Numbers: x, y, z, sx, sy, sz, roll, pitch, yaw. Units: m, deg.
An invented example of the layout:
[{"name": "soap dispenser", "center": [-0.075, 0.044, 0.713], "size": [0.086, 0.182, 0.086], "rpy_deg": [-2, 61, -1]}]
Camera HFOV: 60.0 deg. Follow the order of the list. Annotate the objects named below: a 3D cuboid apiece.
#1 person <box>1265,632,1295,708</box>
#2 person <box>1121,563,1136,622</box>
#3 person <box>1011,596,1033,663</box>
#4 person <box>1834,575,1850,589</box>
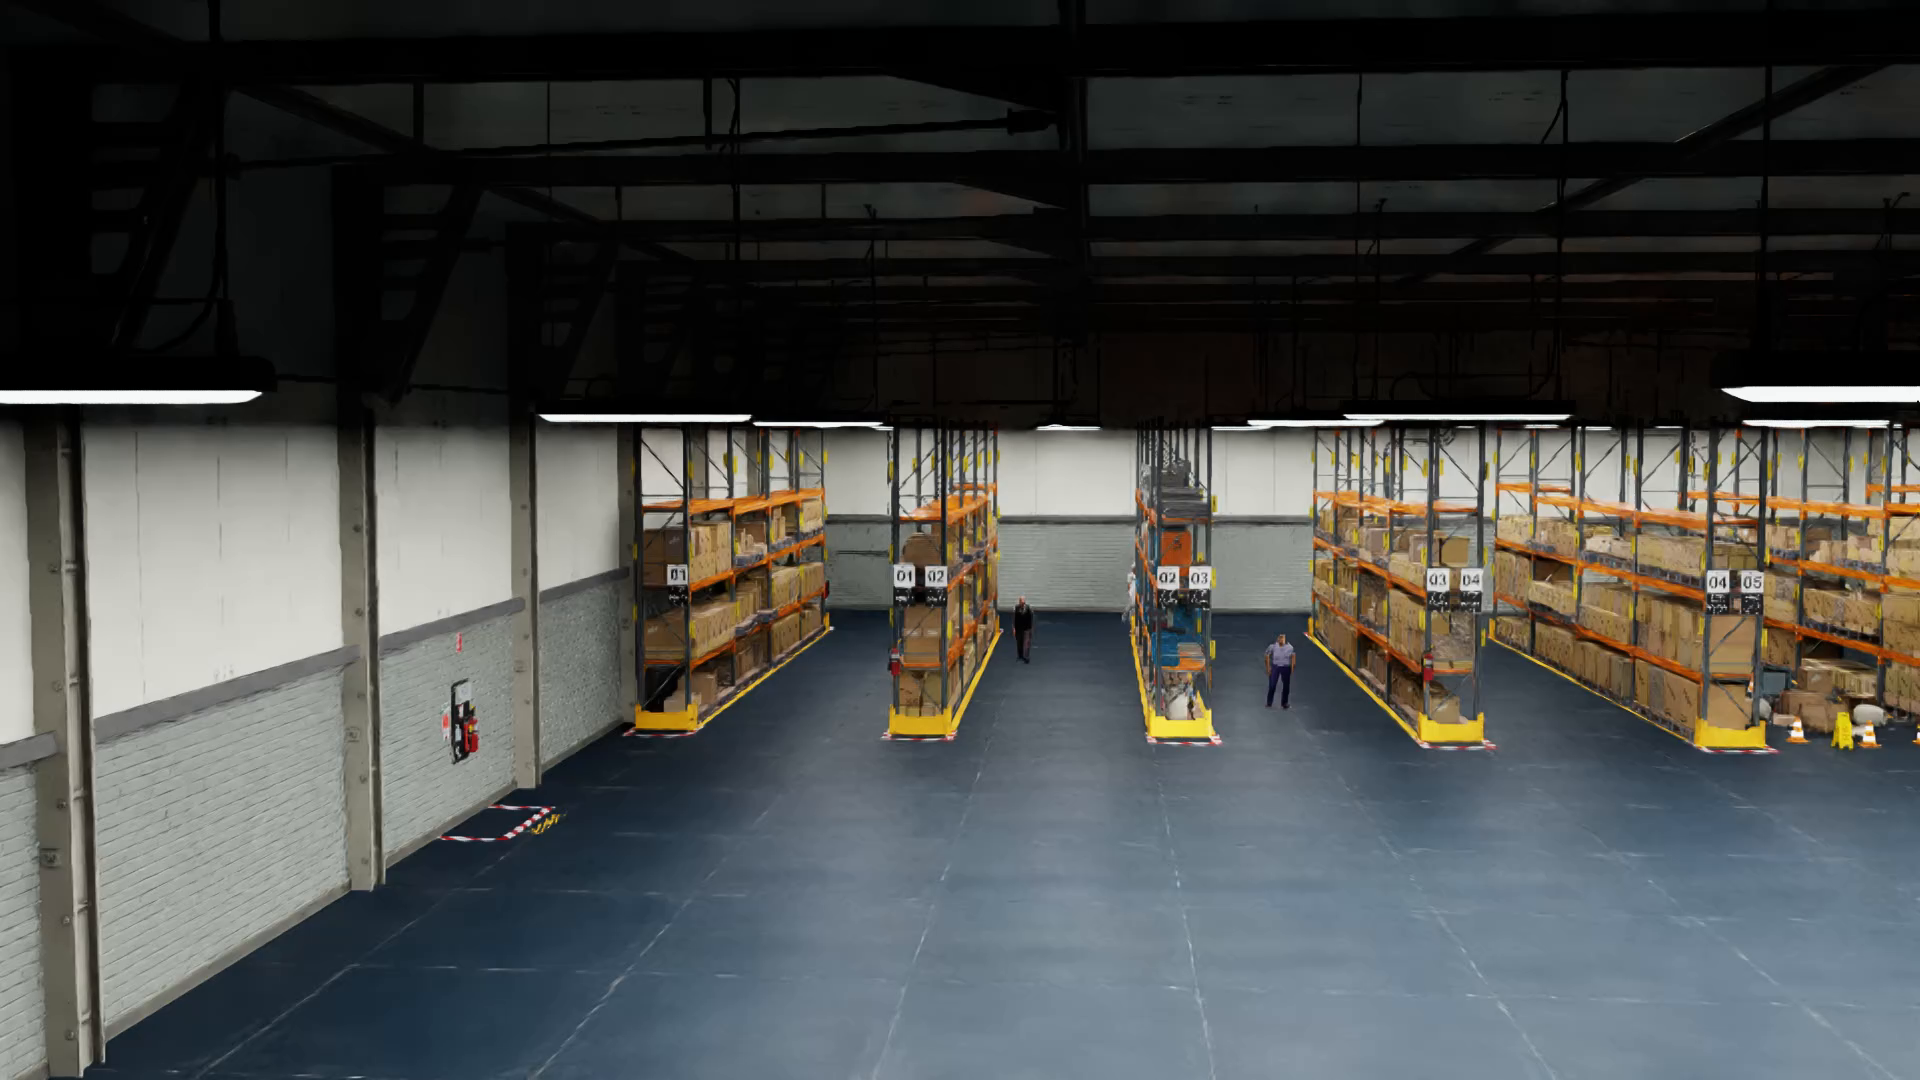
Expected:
[{"name": "person", "center": [6.622, 2.686, 34.425], "size": [0.625, 1.596, 0.517], "rpy_deg": [0, 4, 3]}, {"name": "person", "center": [5.134, 1.572, 49.855], "size": [0.467, 1.772, 0.715], "rpy_deg": [3, 5, 39]}, {"name": "person", "center": [1.536, 2.197, 41.251], "size": [0.543, 1.647, 1.115], "rpy_deg": [0, 4, 7]}, {"name": "person", "center": [25.190, 1.808, 47.403], "size": [0.688, 1.648, 0.512], "rpy_deg": [-2, 4, -23]}]
